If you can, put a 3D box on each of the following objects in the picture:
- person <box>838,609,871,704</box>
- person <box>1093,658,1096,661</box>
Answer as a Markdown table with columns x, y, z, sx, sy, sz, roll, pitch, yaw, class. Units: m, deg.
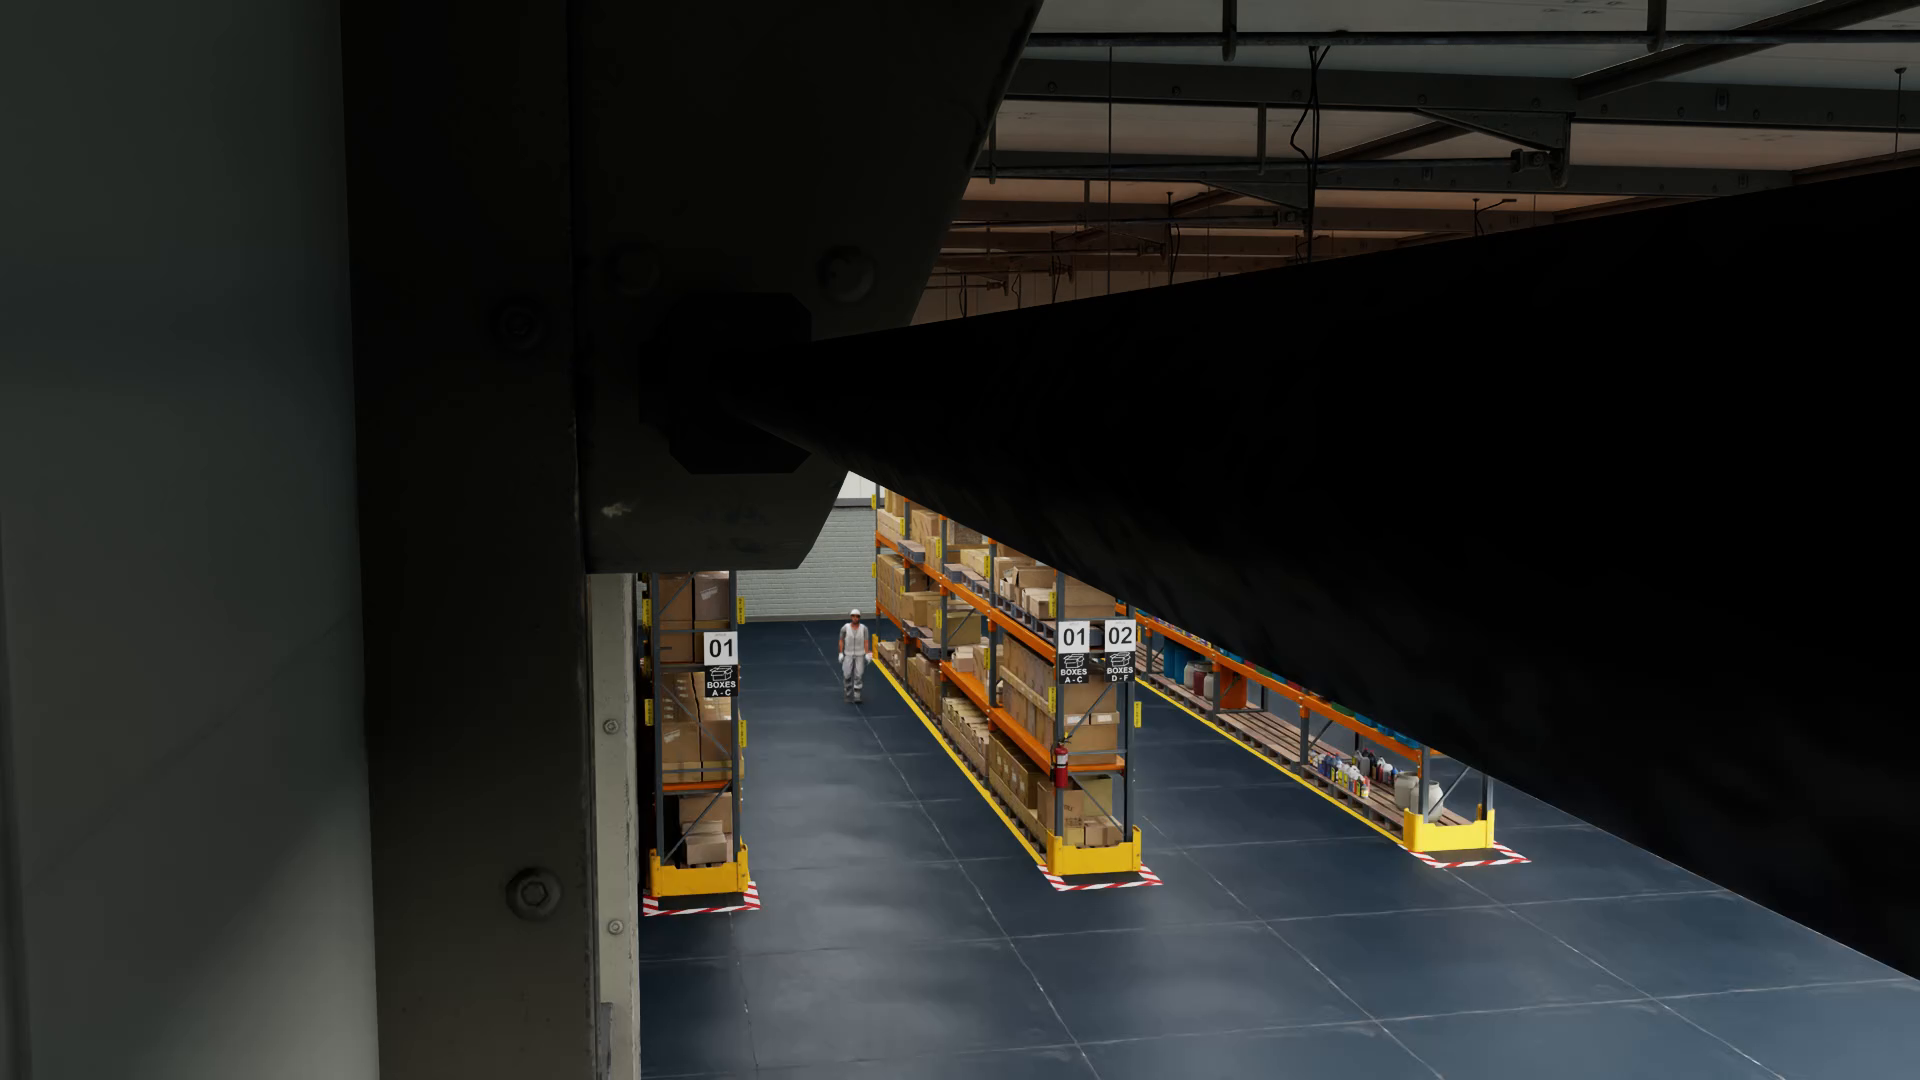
| x | y | z | sx | sy | sz | roll | pitch | yaw | class |
| --- | --- | --- | --- | --- | --- | --- | --- | --- | --- |
| -1.998 | 2.212 | 31.460 | 0.610 | 1.806 | 0.510 | 0 | 6 | -2 | person |
| 2.212 | 2.568 | 29.523 | 0.472 | 1.353 | 0.443 | 0 | 6 | -4 | person |
